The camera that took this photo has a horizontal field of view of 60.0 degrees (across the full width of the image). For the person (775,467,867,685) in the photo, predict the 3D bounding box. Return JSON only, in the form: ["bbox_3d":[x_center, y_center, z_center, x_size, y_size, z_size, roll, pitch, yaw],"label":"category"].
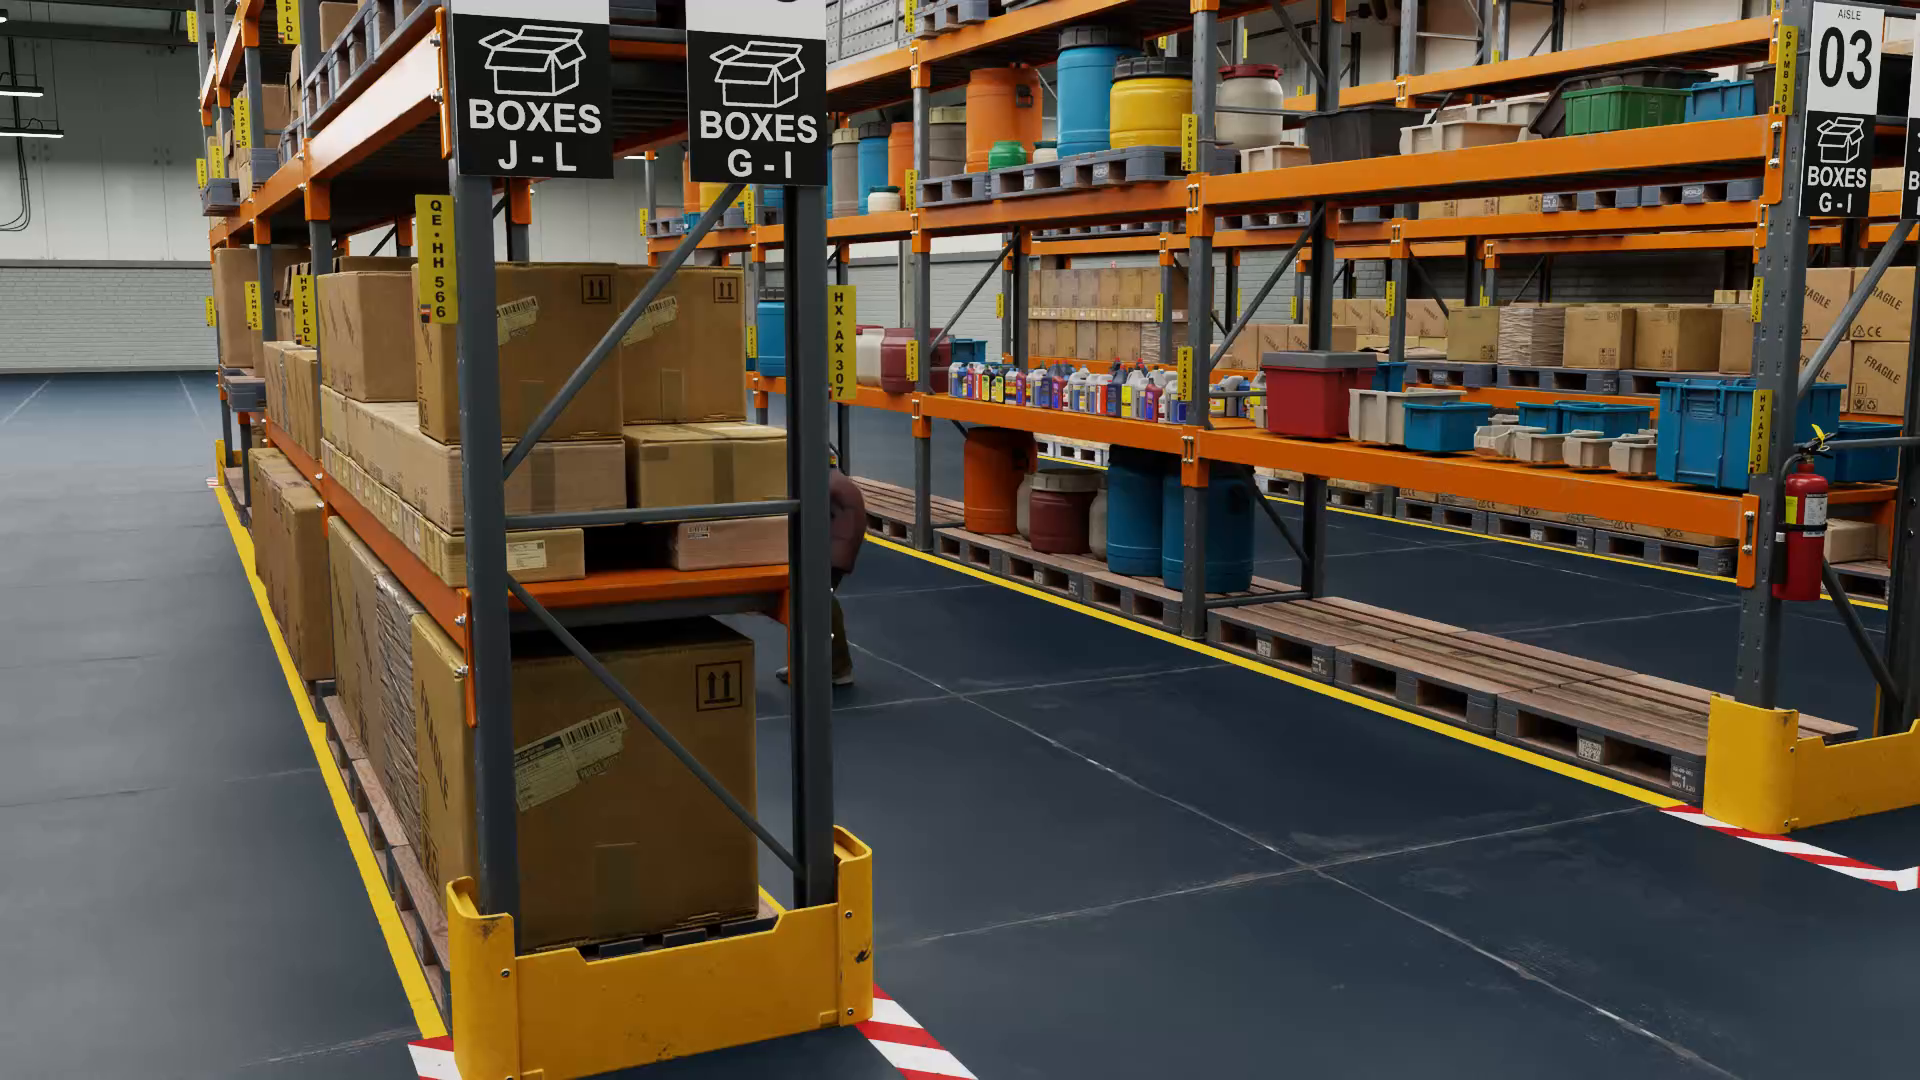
[{"bbox_3d":[-0.923,0.087,8.989,0.859,1.435,0.541,-4,9,-27],"label":"person"}]
